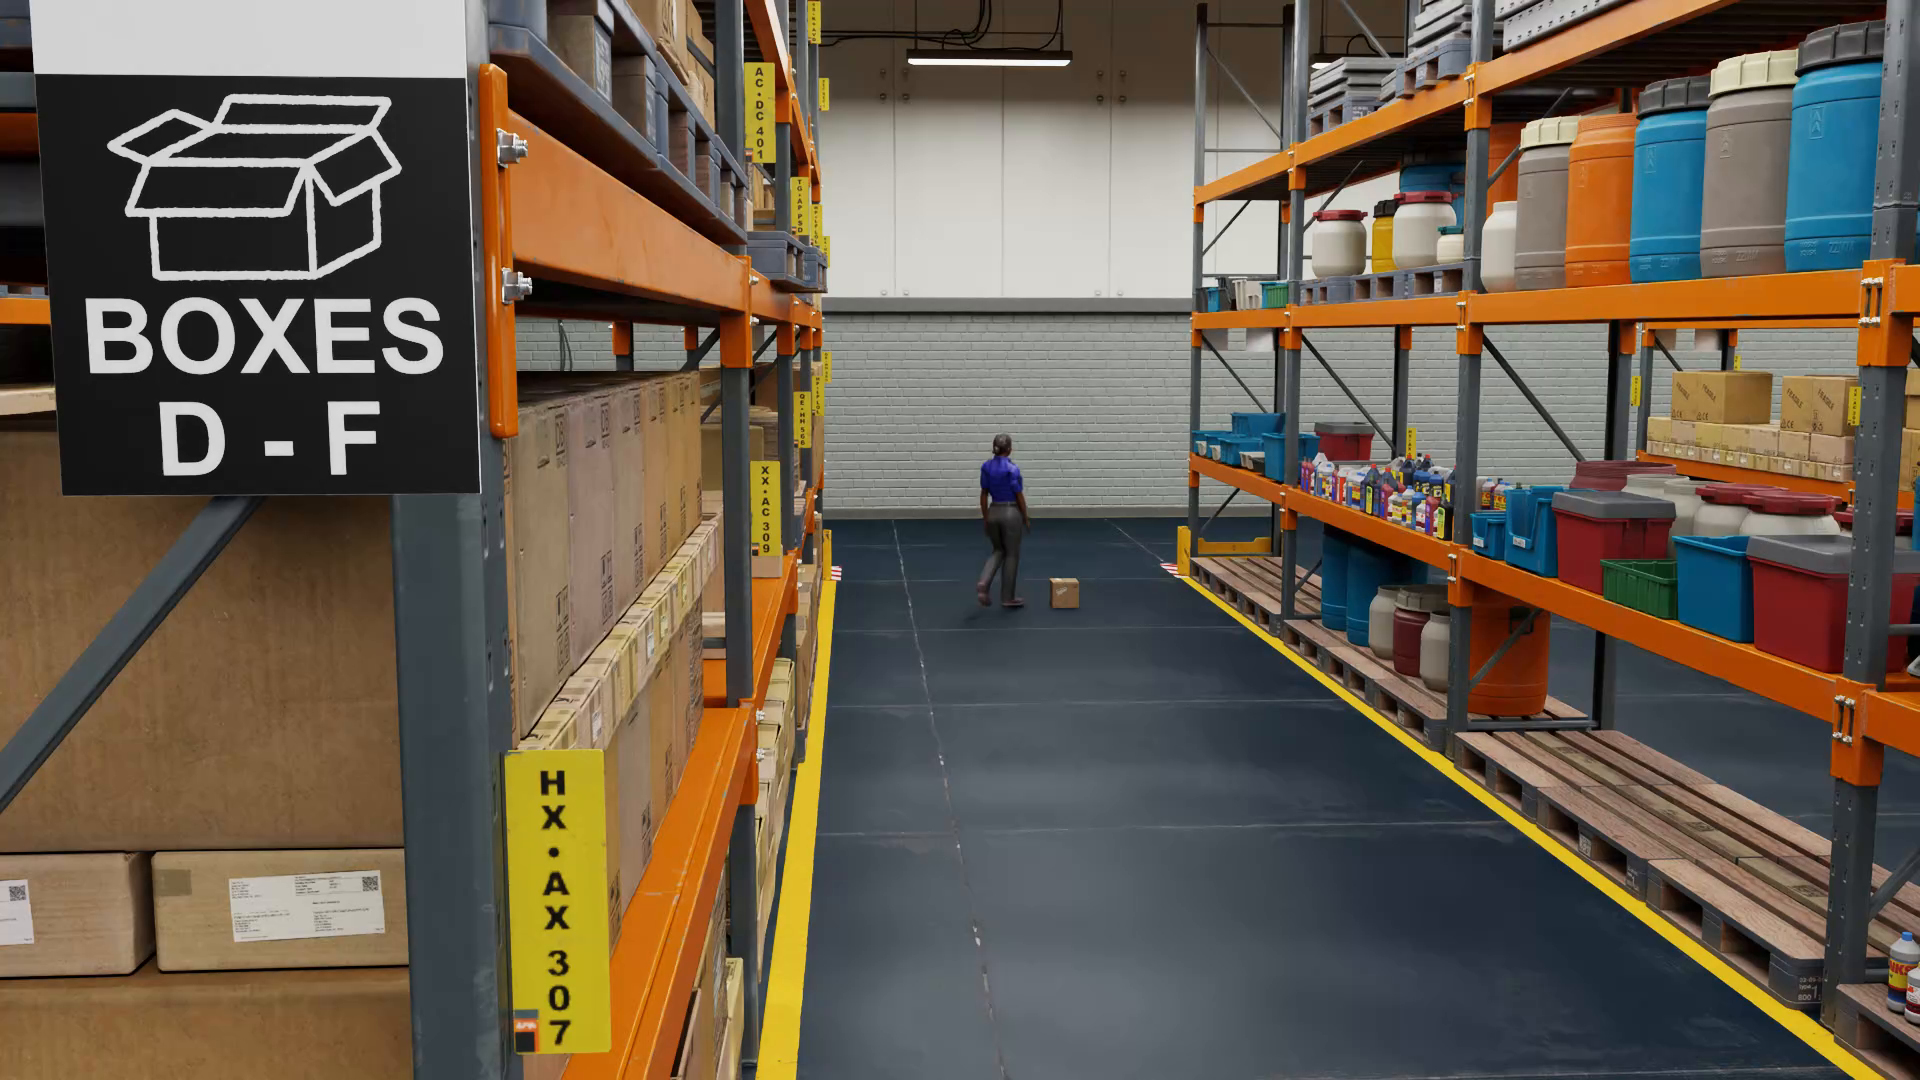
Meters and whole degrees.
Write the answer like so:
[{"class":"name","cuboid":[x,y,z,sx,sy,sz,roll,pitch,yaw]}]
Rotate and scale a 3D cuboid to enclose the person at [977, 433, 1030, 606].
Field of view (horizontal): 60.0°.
[{"class":"person","cuboid":[0.417,-0.186,15.697,0.454,1.648,0.482,6,9,41]}]
